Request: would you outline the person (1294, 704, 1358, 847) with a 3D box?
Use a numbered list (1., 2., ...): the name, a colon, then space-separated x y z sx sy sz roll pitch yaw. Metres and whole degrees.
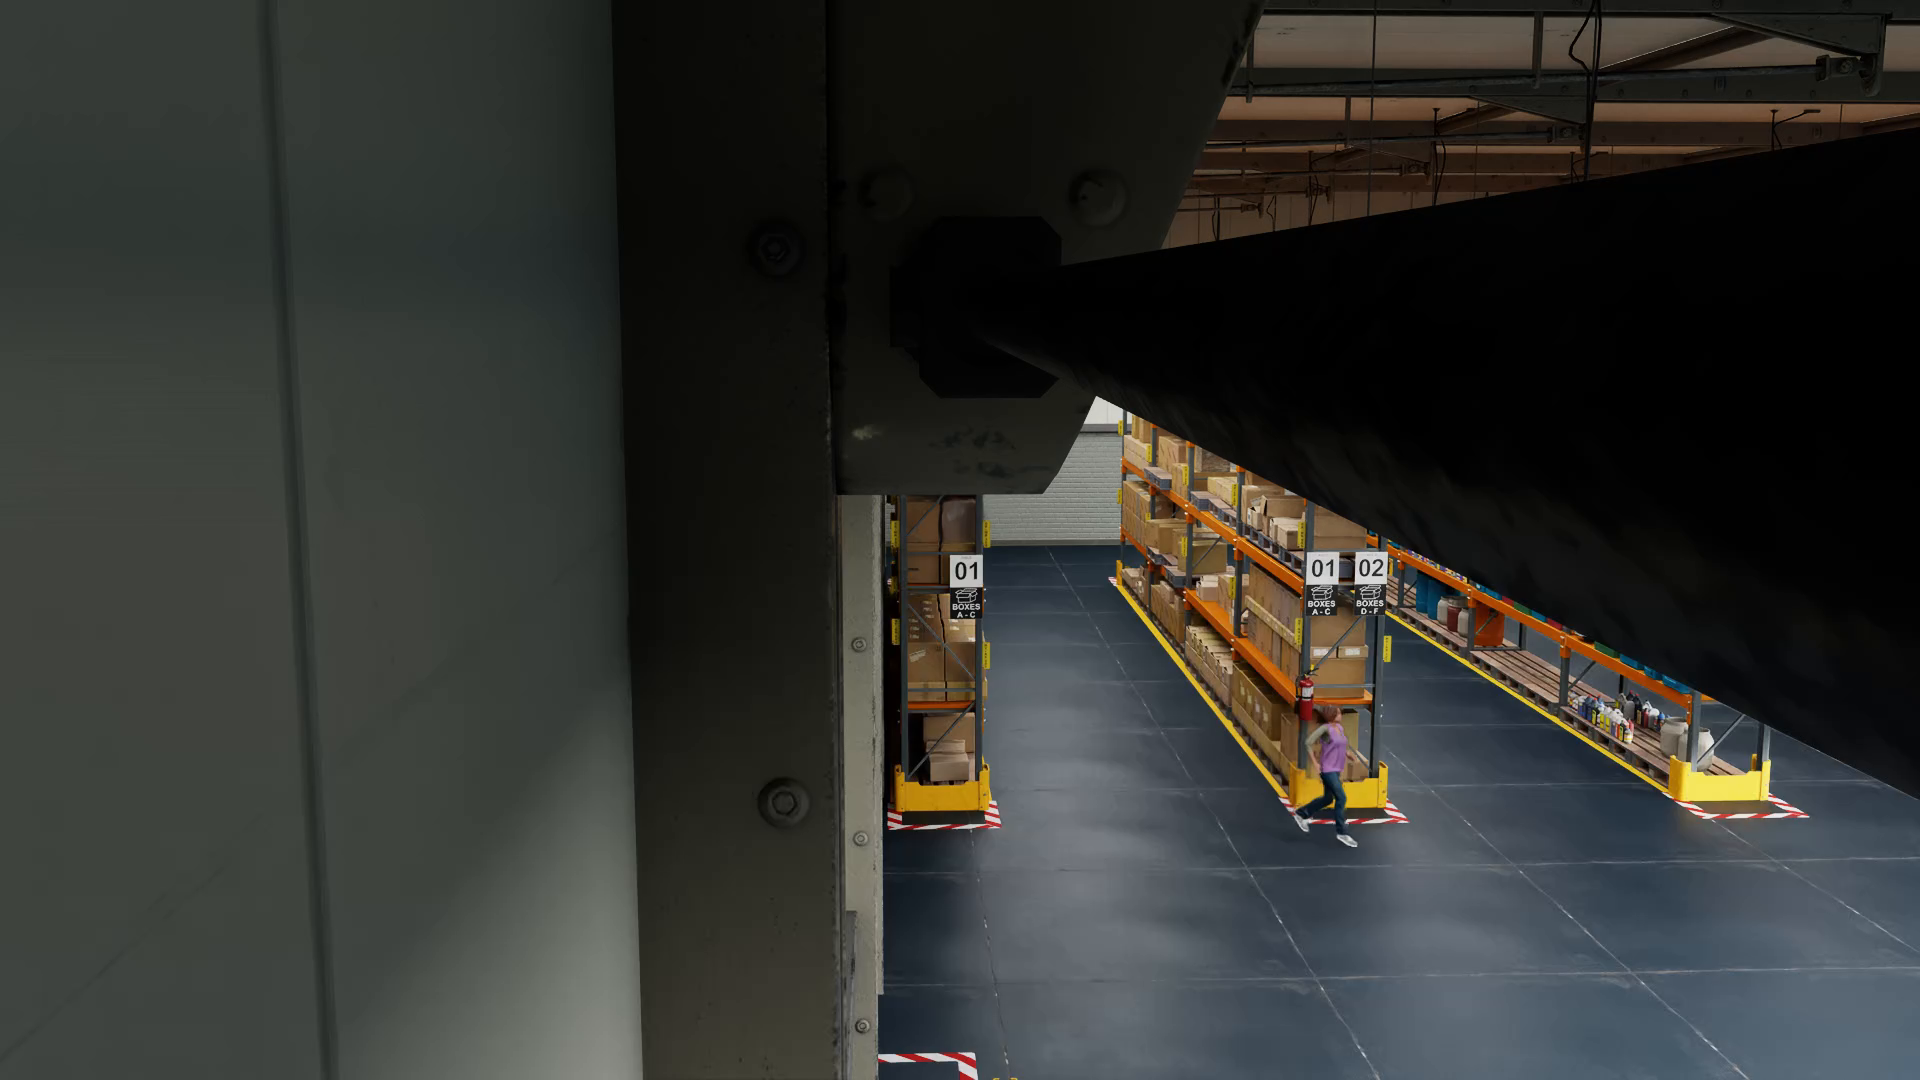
1. person: 4.331 2.703 19.382 0.809 1.582 0.565 6 10 36
